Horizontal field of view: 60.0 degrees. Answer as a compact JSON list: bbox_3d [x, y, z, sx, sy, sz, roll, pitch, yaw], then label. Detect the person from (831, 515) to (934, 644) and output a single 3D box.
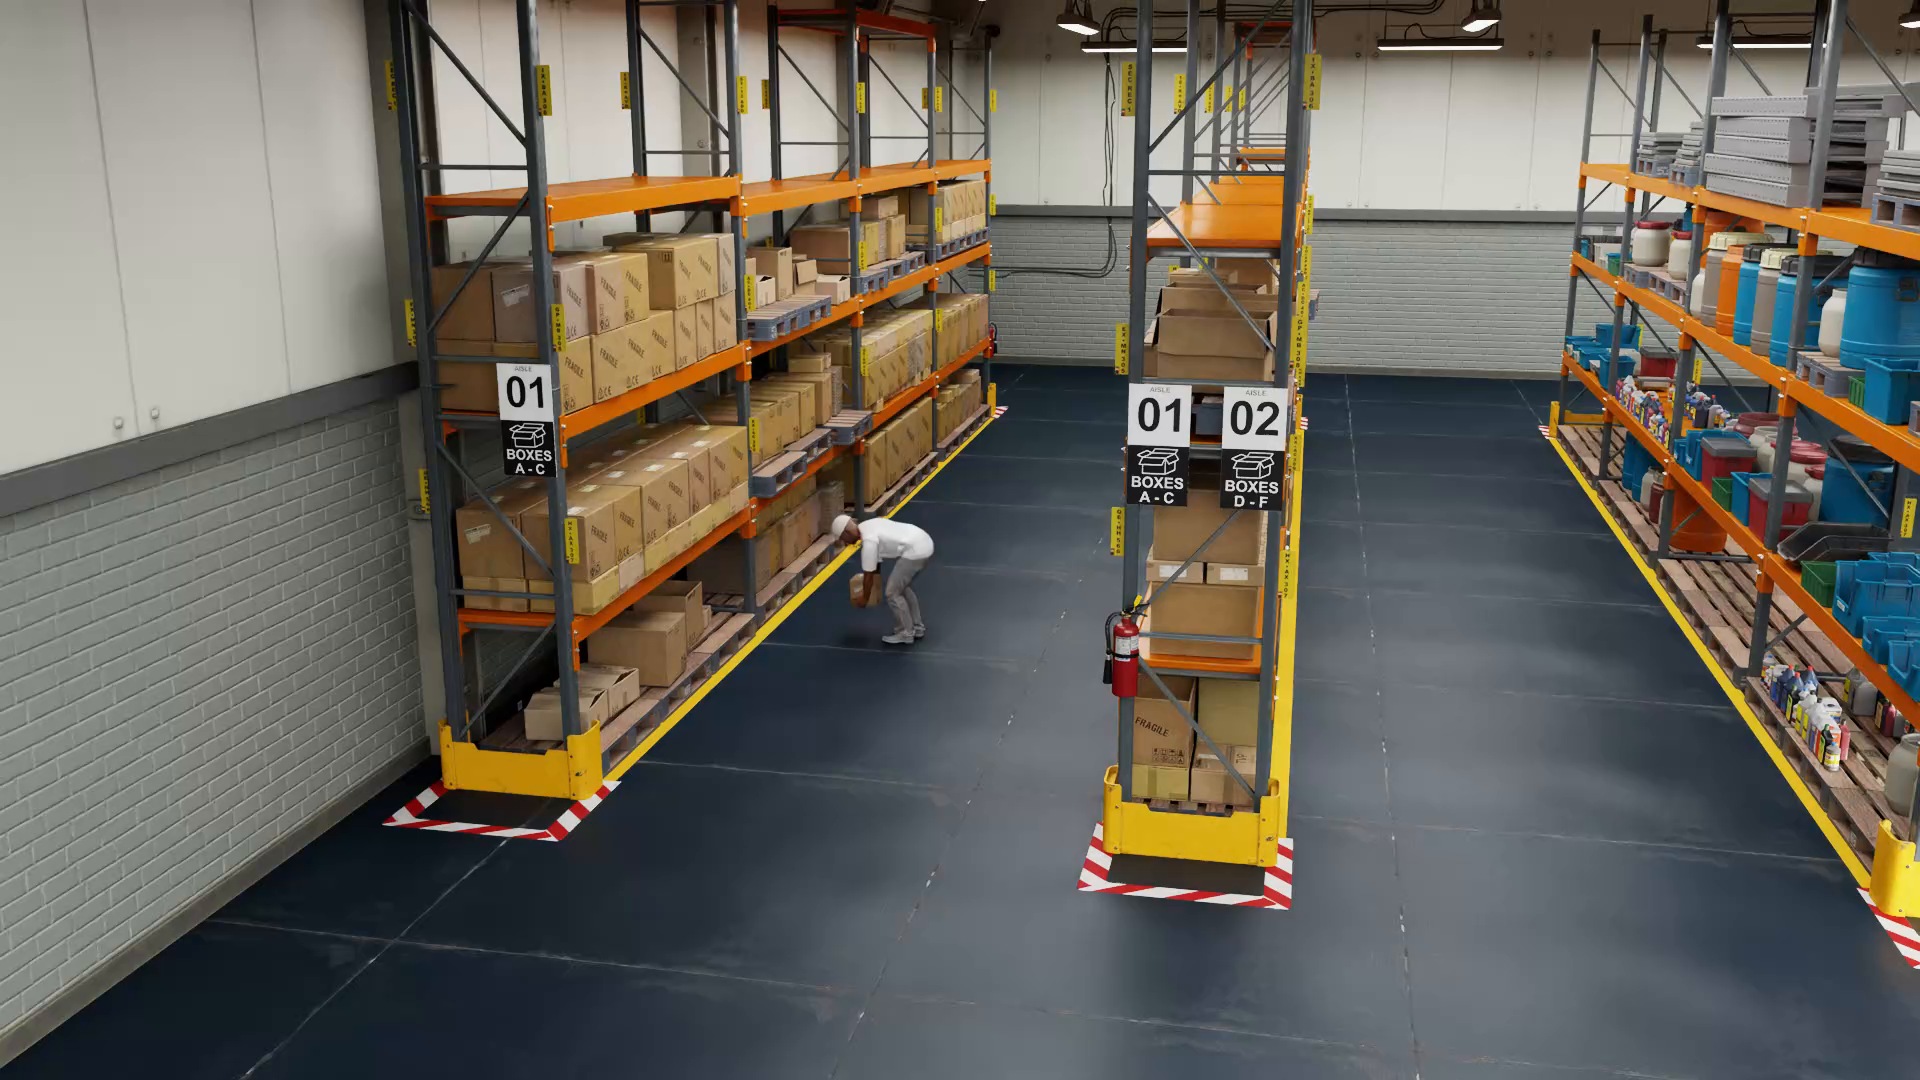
[{"bbox_3d":[-0.734,0.361,15.704,0.967,1.193,0.476,2,15,9],"label":"person"}]
